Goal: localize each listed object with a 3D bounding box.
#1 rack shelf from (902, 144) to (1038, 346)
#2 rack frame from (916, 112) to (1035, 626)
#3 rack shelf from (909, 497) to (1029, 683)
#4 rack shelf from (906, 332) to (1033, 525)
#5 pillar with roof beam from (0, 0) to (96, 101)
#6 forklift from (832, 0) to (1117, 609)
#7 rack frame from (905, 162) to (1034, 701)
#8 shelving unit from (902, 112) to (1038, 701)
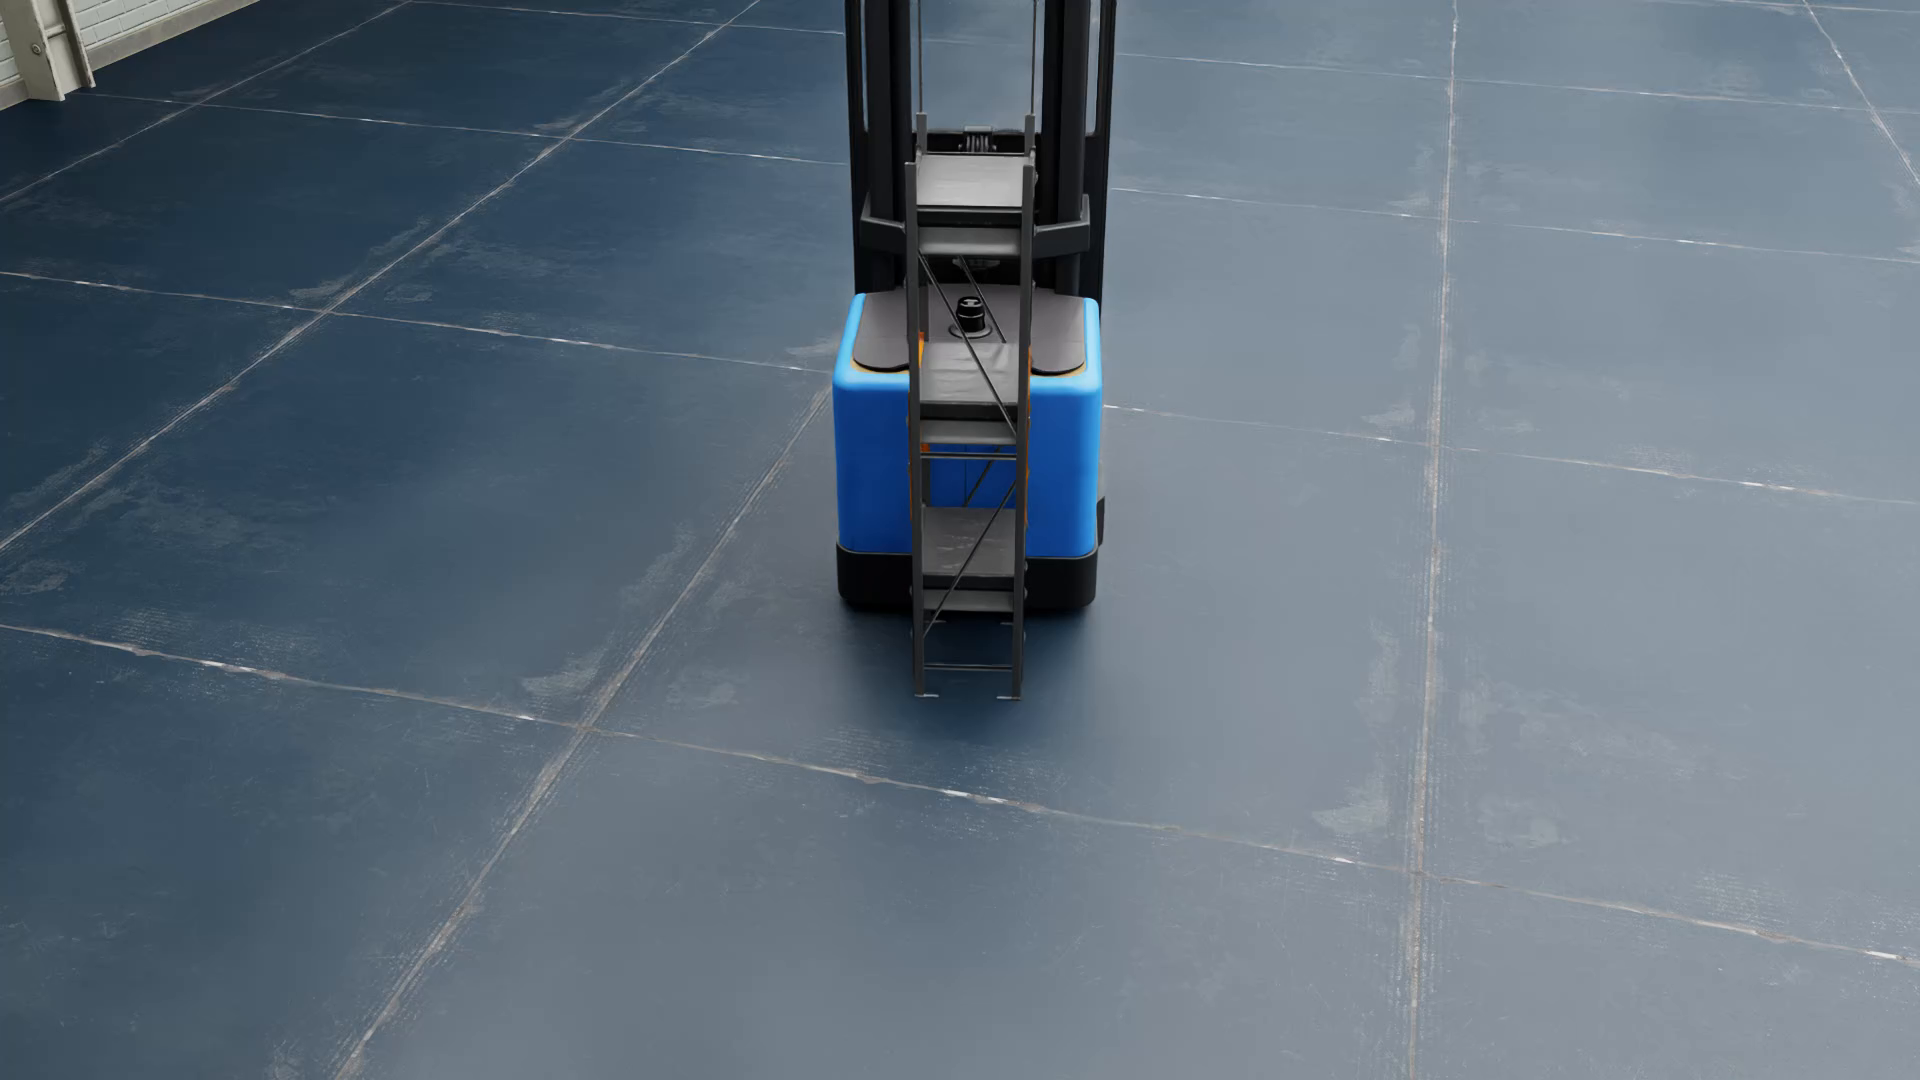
[{"bbox_3d":[0.041,-0.994,5.578,0.431,0.518,0.480,1,32,2],"label":"rack shelf"},{"bbox_3d":[0.053,-0.546,6.152,0.400,2.100,0.015,1,32,2],"label":"rack frame"},{"bbox_3d":[0.041,0.187,6.329,0.431,0.518,0.480,1,32,2],"label":"rack shelf"},{"bbox_3d":[0.041,-0.404,5.953,0.431,0.518,0.480,1,32,2],"label":"rack shelf"},{"bbox_3d":[-2.640,-6.606,9.254,9.100,9.000,0.400,8,33,12],"label":"pillar with roof beam"},{"bbox_3d":[0.094,-1.721,7.225,1.130,2.935,3.031,1,32,2],"label":"forklift"},{"bbox_3d":[0.029,-0.284,5.740,0.400,2.100,0.015,1,32,2],"label":"rack frame"},{"bbox_3d":[0.041,-0.415,5.946,0.431,2.100,0.503,1,32,2],"label":"shelving unit"}]
